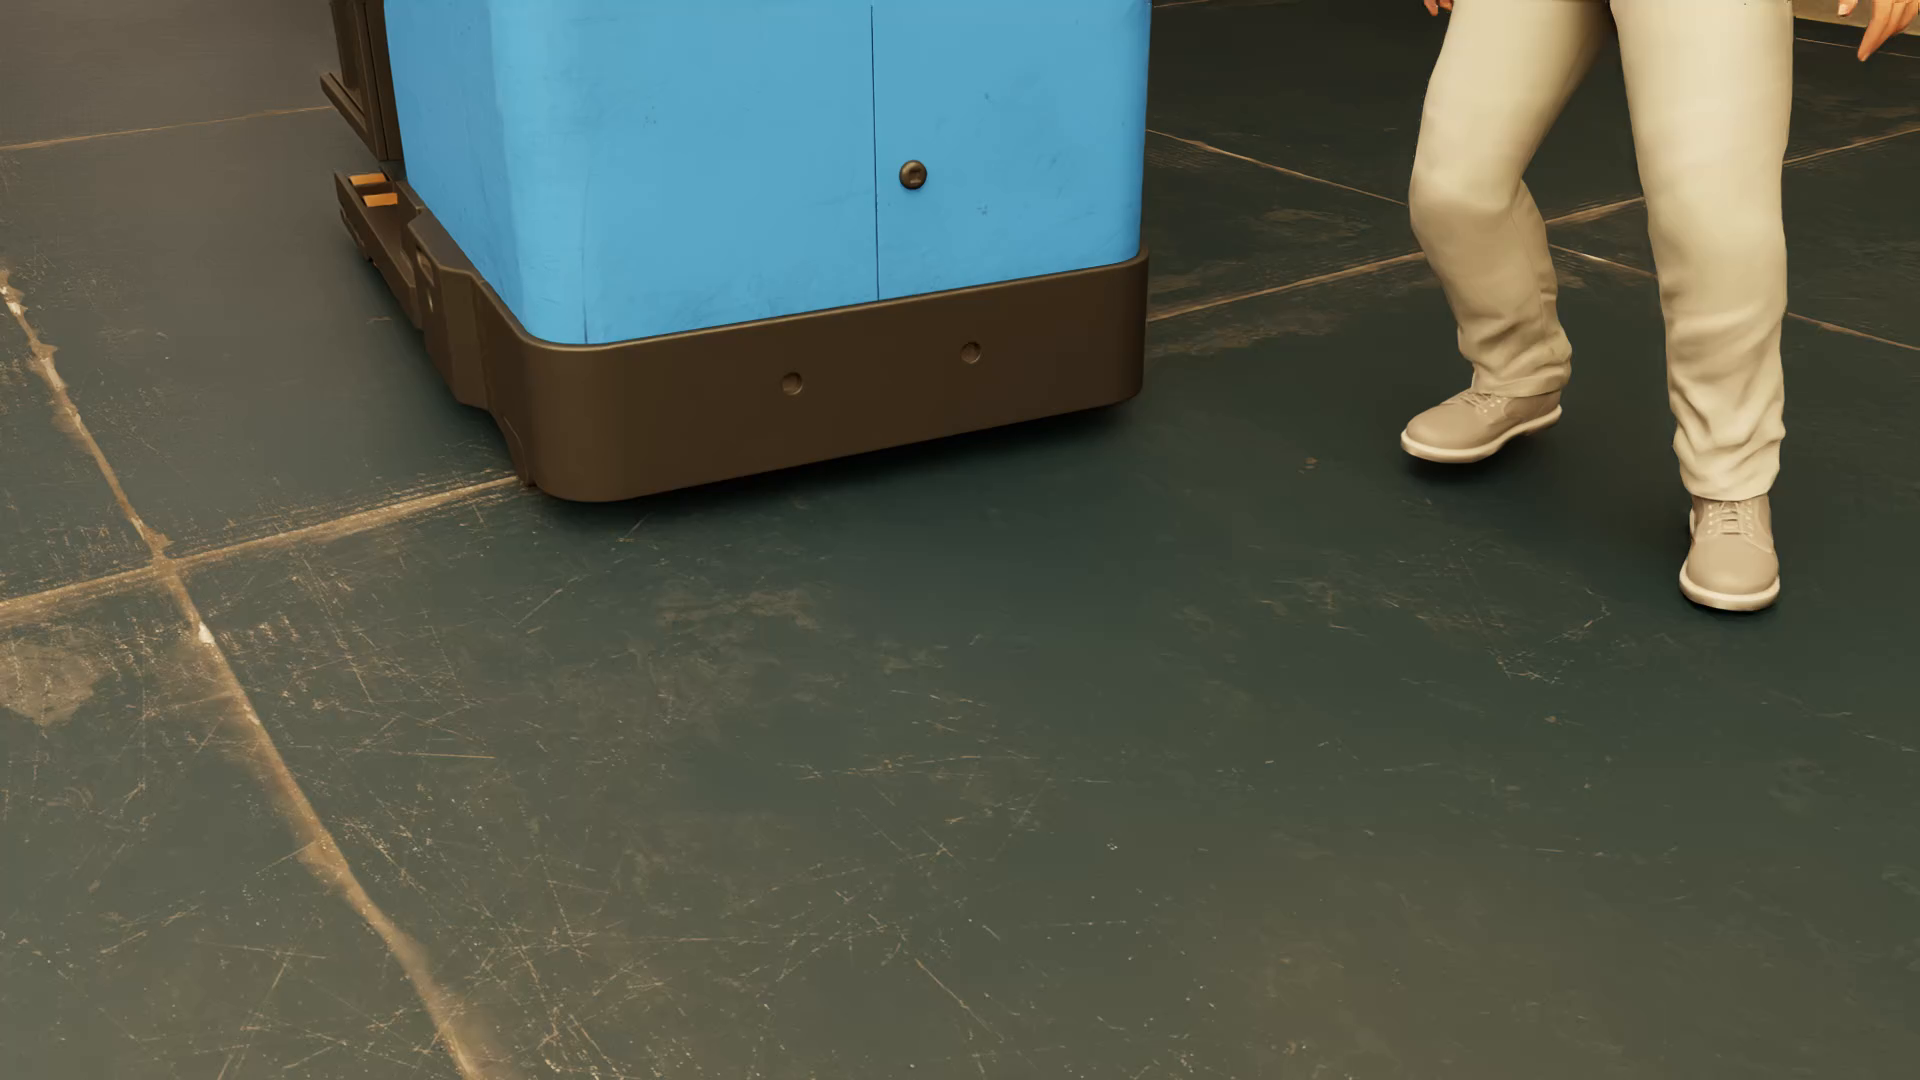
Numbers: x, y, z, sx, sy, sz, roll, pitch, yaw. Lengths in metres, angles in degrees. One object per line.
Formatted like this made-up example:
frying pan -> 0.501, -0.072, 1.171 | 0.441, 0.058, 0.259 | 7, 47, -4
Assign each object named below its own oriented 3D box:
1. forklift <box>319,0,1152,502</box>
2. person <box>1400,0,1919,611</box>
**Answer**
forklift -> -0.795, -1.996, 3.210 | 1.130, 2.935, 3.031 | -13, 29, -24
person -> 0.946, -0.850, 2.274 | 0.417, 1.724, 0.831 | -22, 34, -36
